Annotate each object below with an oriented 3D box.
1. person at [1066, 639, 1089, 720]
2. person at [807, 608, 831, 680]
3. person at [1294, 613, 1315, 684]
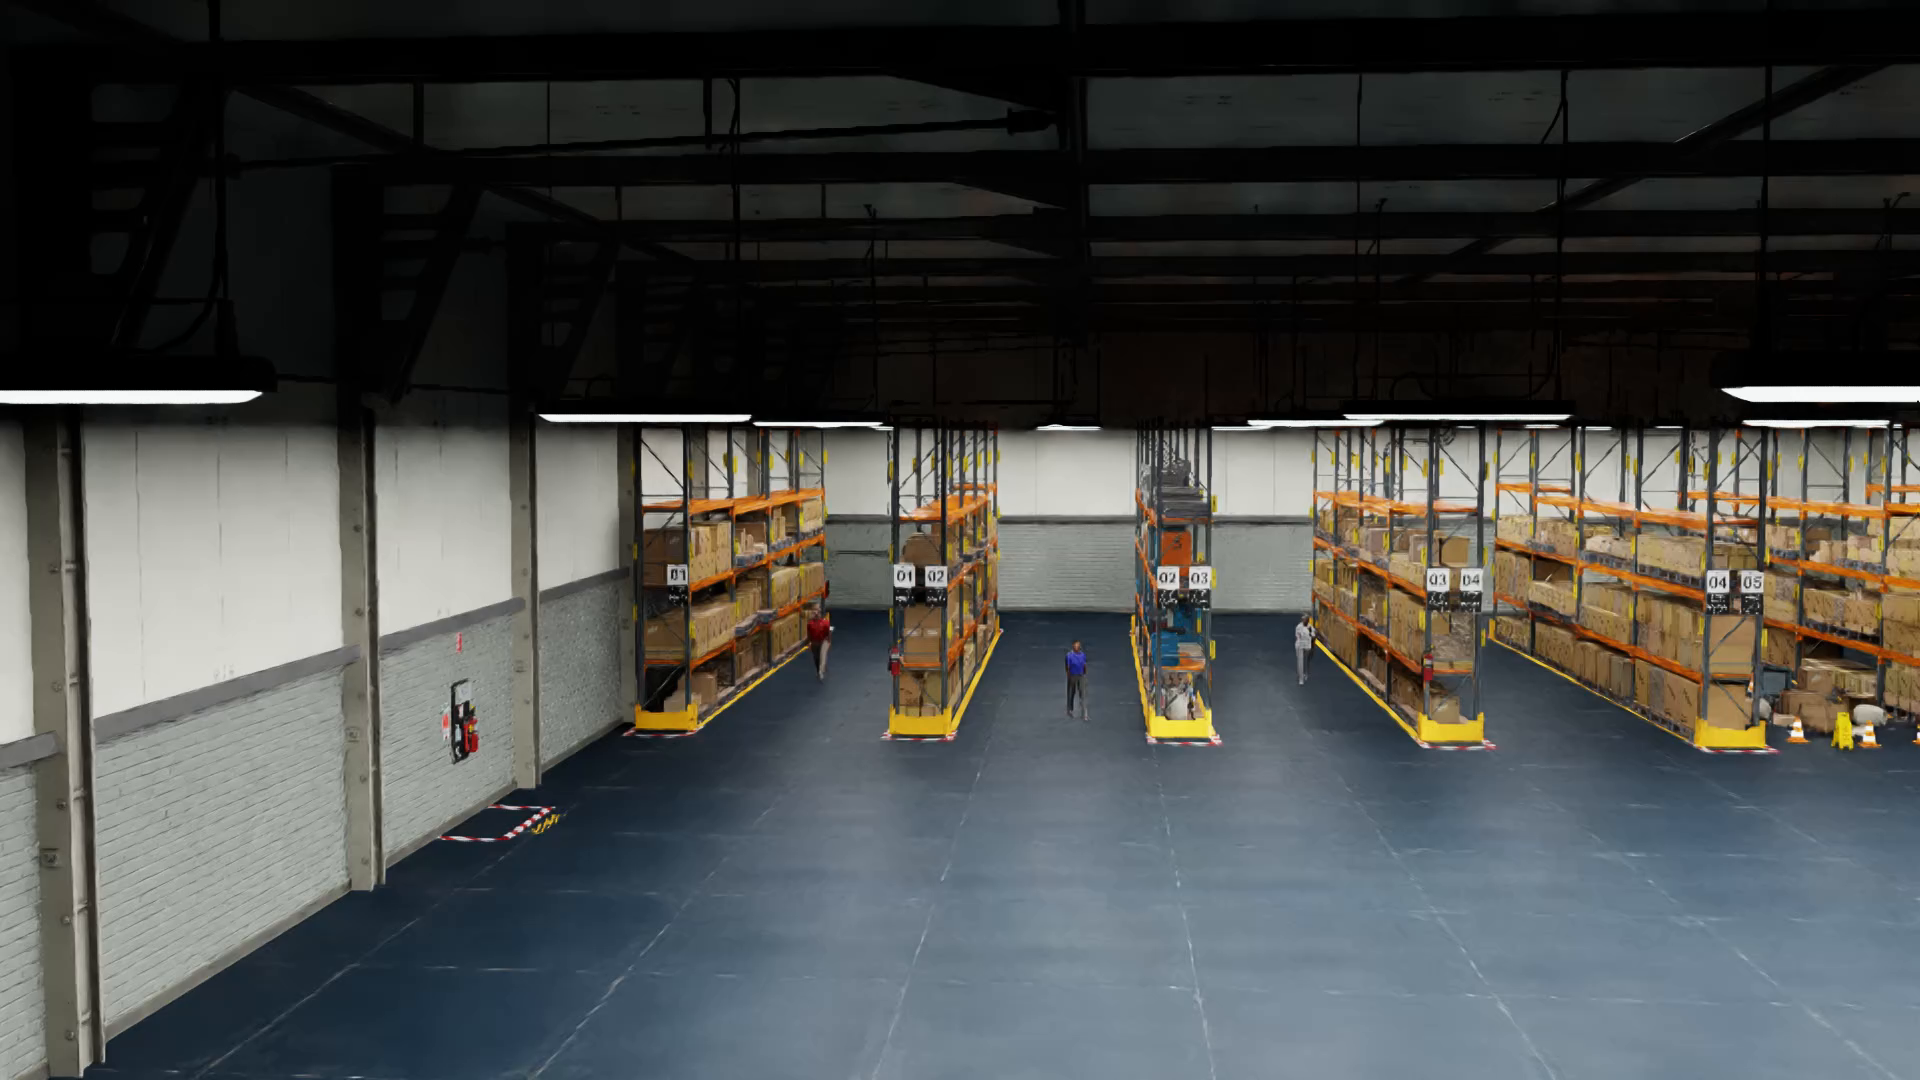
[{"bbox_3d":[2.310,2.755,33.048,0.443,1.587,0.996,0,4,-4],"label":"person"},{"bbox_3d":[-3.272,2.379,38.363,0.542,1.645,1.126,0,4,7],"label":"person"},{"bbox_3d":[7.861,2.445,37.862,0.445,1.578,1.090,0,4,2],"label":"person"}]
